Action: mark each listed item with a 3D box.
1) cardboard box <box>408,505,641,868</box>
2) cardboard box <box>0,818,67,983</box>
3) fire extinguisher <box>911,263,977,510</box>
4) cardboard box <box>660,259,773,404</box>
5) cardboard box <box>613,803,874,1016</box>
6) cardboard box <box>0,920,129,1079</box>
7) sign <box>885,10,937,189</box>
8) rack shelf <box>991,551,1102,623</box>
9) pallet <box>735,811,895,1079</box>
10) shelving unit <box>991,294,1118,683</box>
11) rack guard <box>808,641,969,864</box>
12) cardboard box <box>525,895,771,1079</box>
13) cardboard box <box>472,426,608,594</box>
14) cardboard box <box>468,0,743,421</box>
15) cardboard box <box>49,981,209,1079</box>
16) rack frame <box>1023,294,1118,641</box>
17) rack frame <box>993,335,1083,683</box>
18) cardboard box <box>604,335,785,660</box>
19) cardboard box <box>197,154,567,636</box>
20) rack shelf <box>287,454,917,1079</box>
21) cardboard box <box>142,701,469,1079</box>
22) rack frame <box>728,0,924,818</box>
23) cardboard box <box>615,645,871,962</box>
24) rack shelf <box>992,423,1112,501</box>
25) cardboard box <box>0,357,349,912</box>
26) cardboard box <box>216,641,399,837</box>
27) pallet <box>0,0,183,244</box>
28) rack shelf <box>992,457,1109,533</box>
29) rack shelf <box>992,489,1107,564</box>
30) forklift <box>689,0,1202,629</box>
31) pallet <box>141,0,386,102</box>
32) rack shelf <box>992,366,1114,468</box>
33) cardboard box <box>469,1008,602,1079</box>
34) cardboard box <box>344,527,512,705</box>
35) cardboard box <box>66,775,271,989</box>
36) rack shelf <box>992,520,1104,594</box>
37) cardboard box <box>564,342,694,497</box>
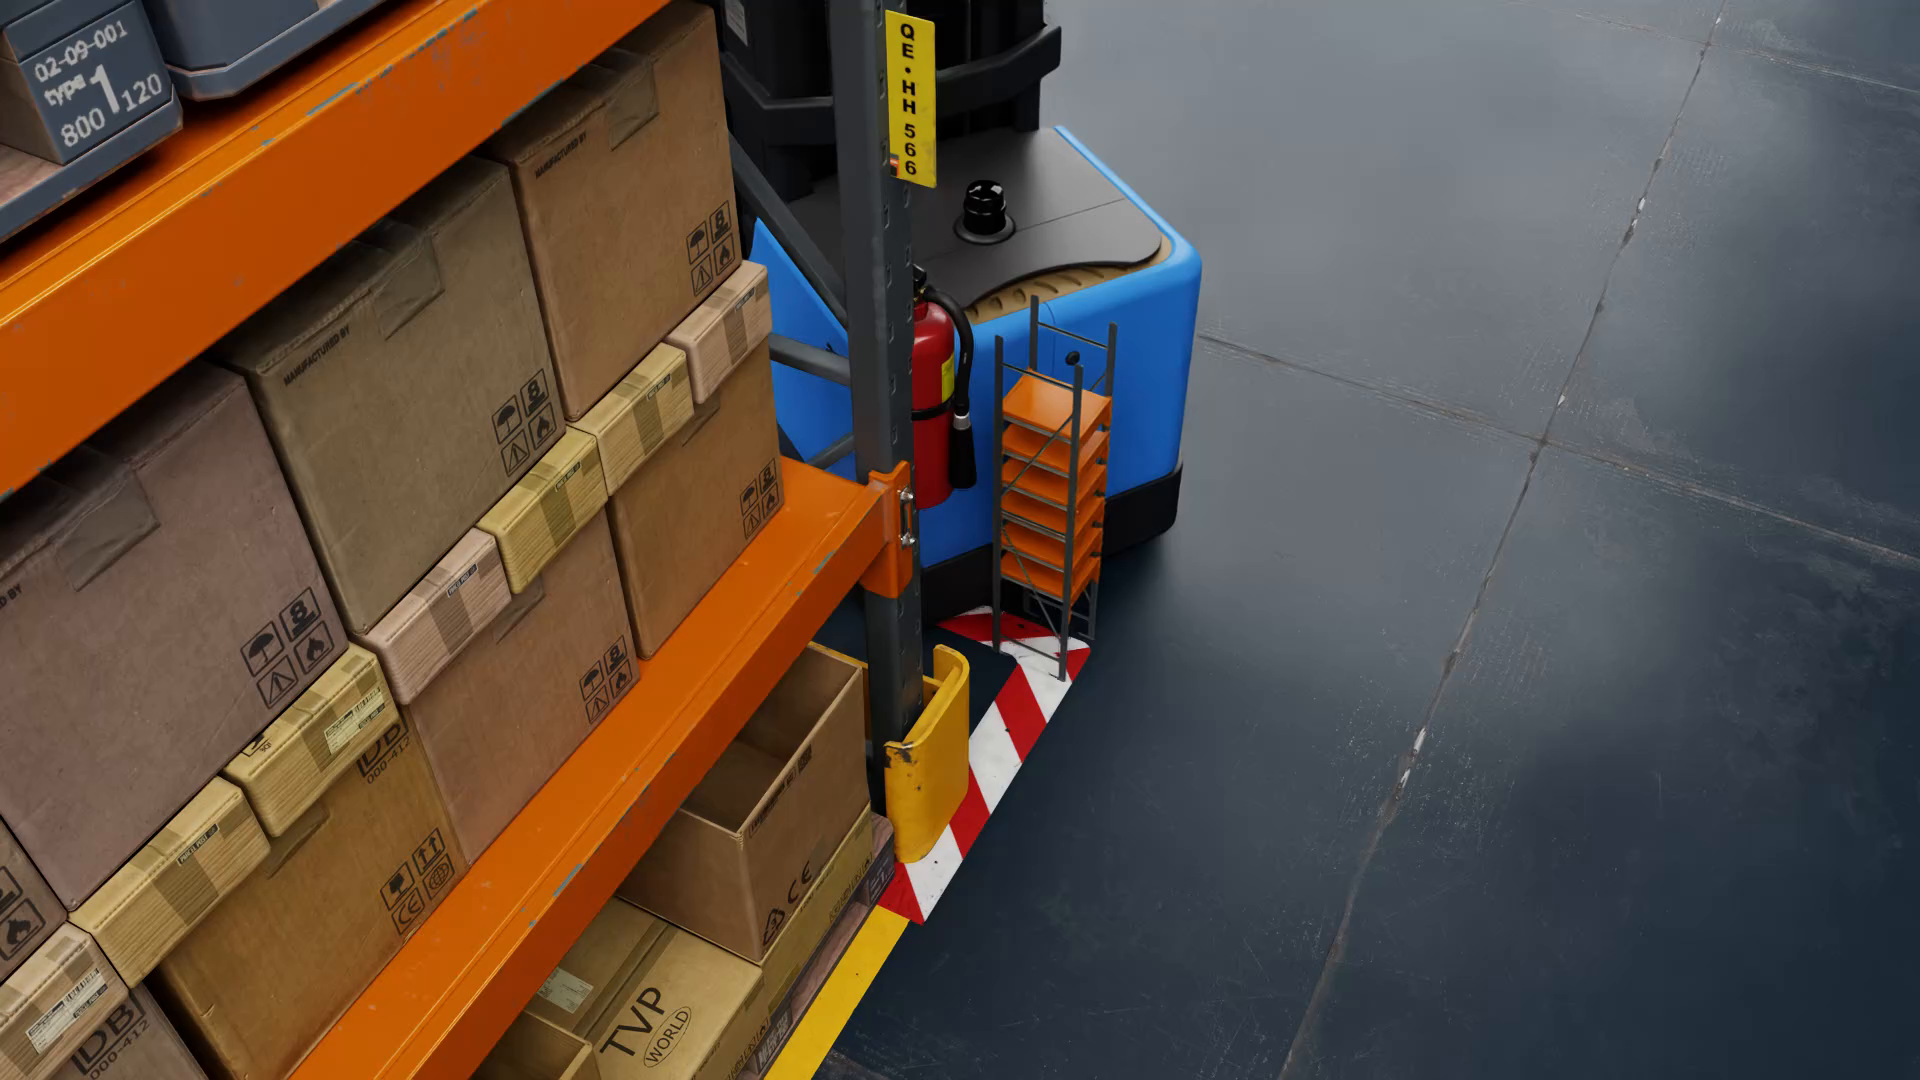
[{"bbox_3d":[-1.029,0.120,2.952,0.700,0.500,0.500,22,49,20],"label":"cardboard box"},{"bbox_3d":[-1.520,0.331,1.831,0.700,0.500,0.500,20,49,19],"label":"cardboard box"},{"bbox_3d":[-0.096,-0.361,3.552,0.296,0.674,0.183,20,49,19],"label":"fire extinguisher"},{"bbox_3d":[-0.571,-0.427,3.036,0.380,0.149,0.250,20,49,18],"label":"cardboard box"},{"bbox_3d":[-0.549,0.787,4.001,0.500,0.250,0.500,20,49,19],"label":"cardboard box"},{"bbox_3d":[-1.289,0.551,2.070,0.380,0.149,0.250,20,49,19],"label":"cardboard box"},{"bbox_3d":[-0.088,-0.769,2.921,0.100,0.325,0.005,20,49,19],"label":"sign"},{"bbox_3d":[0.245,0.096,4.709,0.258,0.103,0.180,23,51,21],"label":"rack shelf"},{"bbox_3d":[-0.880,1.009,4.105,1.003,0.211,1.213,20,49,19],"label":"pallet"},{"bbox_3d":[0.242,-0.101,4.503,0.258,1.200,0.189,23,51,21],"label":"shelving unit"},{"bbox_3d":[-0.551,0.396,4.507,1.175,0.500,0.348,20,49,19],"label":"rack guard"},{"bbox_3d":[-0.771,1.106,3.686,0.500,0.250,0.500,20,49,19],"label":"cardboard box"},{"bbox_3d":[-0.809,-0.100,2.714,0.380,0.149,0.250,20,49,18],"label":"cardboard box"},{"bbox_3d":[-0.815,-0.635,2.786,0.700,0.500,0.500,21,49,19],"label":"cardboard box"},{"bbox_3d":[-1.506,0.764,2.316,0.700,0.500,0.500,22,49,20],"label":"cardboard box"},{"bbox_3d":[0.288,-0.158,4.557,0.240,1.200,0.006,23,51,21],"label":"rack frame"},{"bbox_3d":[0.196,-0.043,4.449,0.240,1.200,0.006,23,51,21],"label":"rack frame"},{"bbox_3d":[-0.790,-0.212,3.281,0.700,0.500,0.500,20,49,19],"label":"cardboard box"},{"bbox_3d":[-1.054,-0.302,2.457,0.700,0.500,0.500,19,48,18],"label":"cardboard box"},{"bbox_3d":[-1.490,1.046,2.613,1.077,0.370,4.000,20,49,19],"label":"rack shelf"},{"bbox_3d":[-1.265,0.431,2.645,0.700,0.500,0.500,21,49,19],"label":"cardboard box"},{"bbox_3d":[-0.562,-0.467,3.603,1.000,3.000,0.127,20,49,19],"label":"rack frame"},{"bbox_3d":[-0.547,0.524,3.734,0.500,0.500,0.500,20,49,19],"label":"cardboard box"},{"bbox_3d":[0.240,-0.236,4.361,0.258,0.103,0.180,23,51,21],"label":"rack shelf"},{"bbox_3d":[-1.287,0.016,2.143,0.700,0.500,0.500,21,49,19],"label":"cardboard box"},{"bbox_3d":[-1.050,0.223,2.394,0.380,0.149,0.250,22,49,20],"label":"cardboard box"},{"bbox_3d":[-1.478,-0.282,1.373,1.003,0.211,1.213,20,49,19],"label":"pallet"},{"bbox_3d":[0.242,-0.153,4.448,0.258,0.103,0.180,23,51,21],"label":"rack shelf"},{"bbox_3d":[0.243,-0.070,4.535,0.258,0.103,0.180,23,51,21],"label":"rack shelf"},{"bbox_3d":[-0.460,-1.806,4.974,1.130,2.935,3.031,-21,49,-19],"label":"forklift"},{"bbox_3d":[-0.913,-1.054,2.135,1.003,0.211,1.213,20,49,19],"label":"pallet"},{"bbox_3d":[0.239,-0.318,4.275,0.258,0.103,0.180,23,51,21],"label":"rack shelf"},{"bbox_3d":[-0.998,1.159,3.106,0.500,0.500,0.500,20,49,19],"label":"cardboard box"},{"bbox_3d":[-0.928,0.058,2.558,0.380,0.149,0.250,21,49,20],"label":"cardboard box"},{"bbox_3d":[-1.170,0.390,2.230,0.380,0.149,0.250,22,49,20],"label":"cardboard box"},{"bbox_3d":[0.244,0.013,4.622,0.258,0.103,0.180,23,51,21],"label":"rack shelf"},{"bbox_3d":[-0.691,-0.261,2.873,0.380,0.149,0.250,22,49,20],"label":"cardboard box"}]
